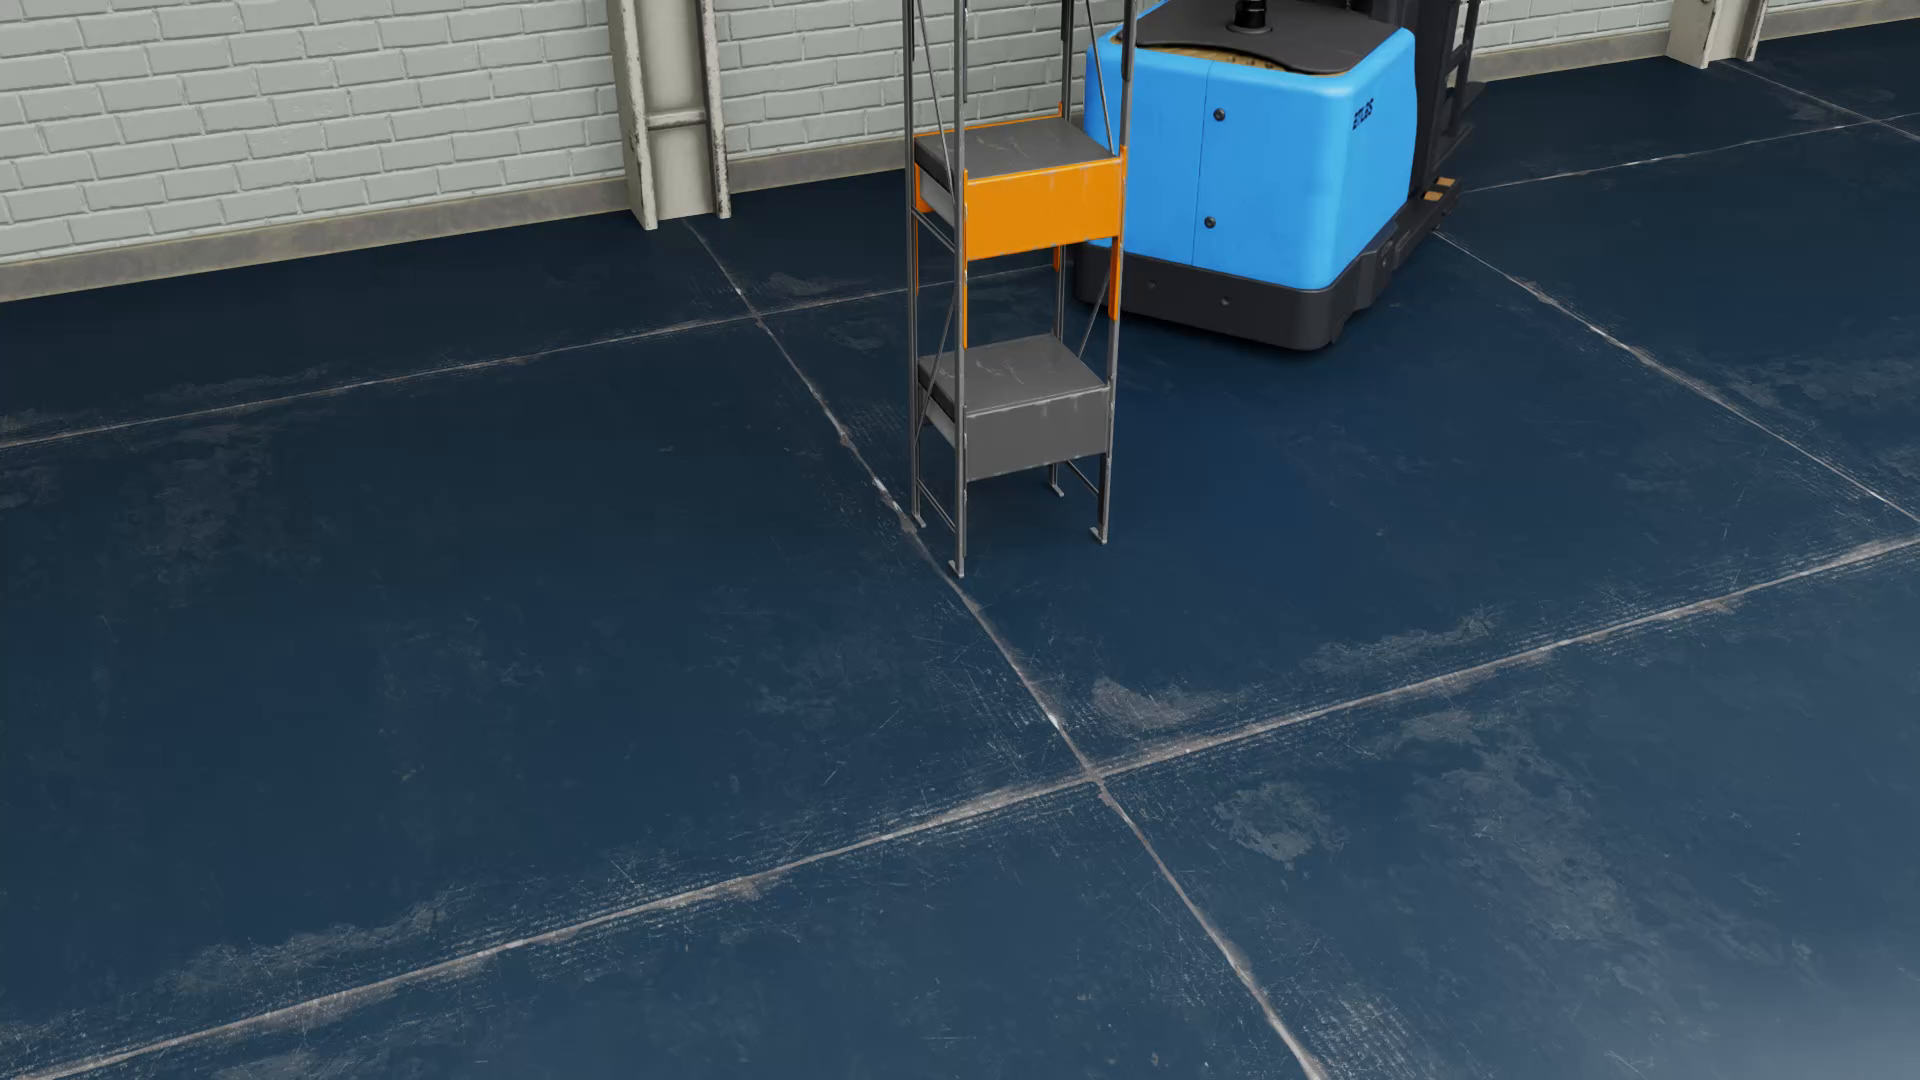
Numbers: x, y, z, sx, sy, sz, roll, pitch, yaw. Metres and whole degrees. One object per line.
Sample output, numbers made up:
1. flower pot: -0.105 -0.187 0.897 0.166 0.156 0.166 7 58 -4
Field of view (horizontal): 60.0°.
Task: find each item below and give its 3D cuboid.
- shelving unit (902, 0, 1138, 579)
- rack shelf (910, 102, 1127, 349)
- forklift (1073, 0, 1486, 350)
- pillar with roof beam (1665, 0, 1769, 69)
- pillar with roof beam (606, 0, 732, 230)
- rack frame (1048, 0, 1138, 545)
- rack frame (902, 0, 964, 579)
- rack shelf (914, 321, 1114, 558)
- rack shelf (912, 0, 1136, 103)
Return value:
1. shelving unit: 0.153 -0.915 4.731 0.503 2.100 0.431 -13 35 -19
2. rack shelf: 0.153 -0.904 4.738 0.480 0.518 0.431 -13 35 -19
3. forklift: 1.610 -2.714 6.734 1.130 2.935 3.031 17 37 24
4. pillar with roof beam: 5.930 -4.363 3.705 0.400 9.000 9.100 -13 35 -19
5. pillar with roof beam: 0.398 -3.096 1.758 0.400 9.000 9.100 -13 35 -19
6. rack frame: 0.378 -0.967 4.810 0.015 2.100 0.400 -13 35 -19
7. rack frame: -0.072 -0.864 4.652 0.015 2.100 0.400 -13 35 -19
8. rack shelf: 0.153 -0.317 5.120 0.480 0.518 0.431 -13 35 -19
9. rack shelf: 0.153 -1.490 4.357 0.480 0.518 0.431 -13 35 -19
